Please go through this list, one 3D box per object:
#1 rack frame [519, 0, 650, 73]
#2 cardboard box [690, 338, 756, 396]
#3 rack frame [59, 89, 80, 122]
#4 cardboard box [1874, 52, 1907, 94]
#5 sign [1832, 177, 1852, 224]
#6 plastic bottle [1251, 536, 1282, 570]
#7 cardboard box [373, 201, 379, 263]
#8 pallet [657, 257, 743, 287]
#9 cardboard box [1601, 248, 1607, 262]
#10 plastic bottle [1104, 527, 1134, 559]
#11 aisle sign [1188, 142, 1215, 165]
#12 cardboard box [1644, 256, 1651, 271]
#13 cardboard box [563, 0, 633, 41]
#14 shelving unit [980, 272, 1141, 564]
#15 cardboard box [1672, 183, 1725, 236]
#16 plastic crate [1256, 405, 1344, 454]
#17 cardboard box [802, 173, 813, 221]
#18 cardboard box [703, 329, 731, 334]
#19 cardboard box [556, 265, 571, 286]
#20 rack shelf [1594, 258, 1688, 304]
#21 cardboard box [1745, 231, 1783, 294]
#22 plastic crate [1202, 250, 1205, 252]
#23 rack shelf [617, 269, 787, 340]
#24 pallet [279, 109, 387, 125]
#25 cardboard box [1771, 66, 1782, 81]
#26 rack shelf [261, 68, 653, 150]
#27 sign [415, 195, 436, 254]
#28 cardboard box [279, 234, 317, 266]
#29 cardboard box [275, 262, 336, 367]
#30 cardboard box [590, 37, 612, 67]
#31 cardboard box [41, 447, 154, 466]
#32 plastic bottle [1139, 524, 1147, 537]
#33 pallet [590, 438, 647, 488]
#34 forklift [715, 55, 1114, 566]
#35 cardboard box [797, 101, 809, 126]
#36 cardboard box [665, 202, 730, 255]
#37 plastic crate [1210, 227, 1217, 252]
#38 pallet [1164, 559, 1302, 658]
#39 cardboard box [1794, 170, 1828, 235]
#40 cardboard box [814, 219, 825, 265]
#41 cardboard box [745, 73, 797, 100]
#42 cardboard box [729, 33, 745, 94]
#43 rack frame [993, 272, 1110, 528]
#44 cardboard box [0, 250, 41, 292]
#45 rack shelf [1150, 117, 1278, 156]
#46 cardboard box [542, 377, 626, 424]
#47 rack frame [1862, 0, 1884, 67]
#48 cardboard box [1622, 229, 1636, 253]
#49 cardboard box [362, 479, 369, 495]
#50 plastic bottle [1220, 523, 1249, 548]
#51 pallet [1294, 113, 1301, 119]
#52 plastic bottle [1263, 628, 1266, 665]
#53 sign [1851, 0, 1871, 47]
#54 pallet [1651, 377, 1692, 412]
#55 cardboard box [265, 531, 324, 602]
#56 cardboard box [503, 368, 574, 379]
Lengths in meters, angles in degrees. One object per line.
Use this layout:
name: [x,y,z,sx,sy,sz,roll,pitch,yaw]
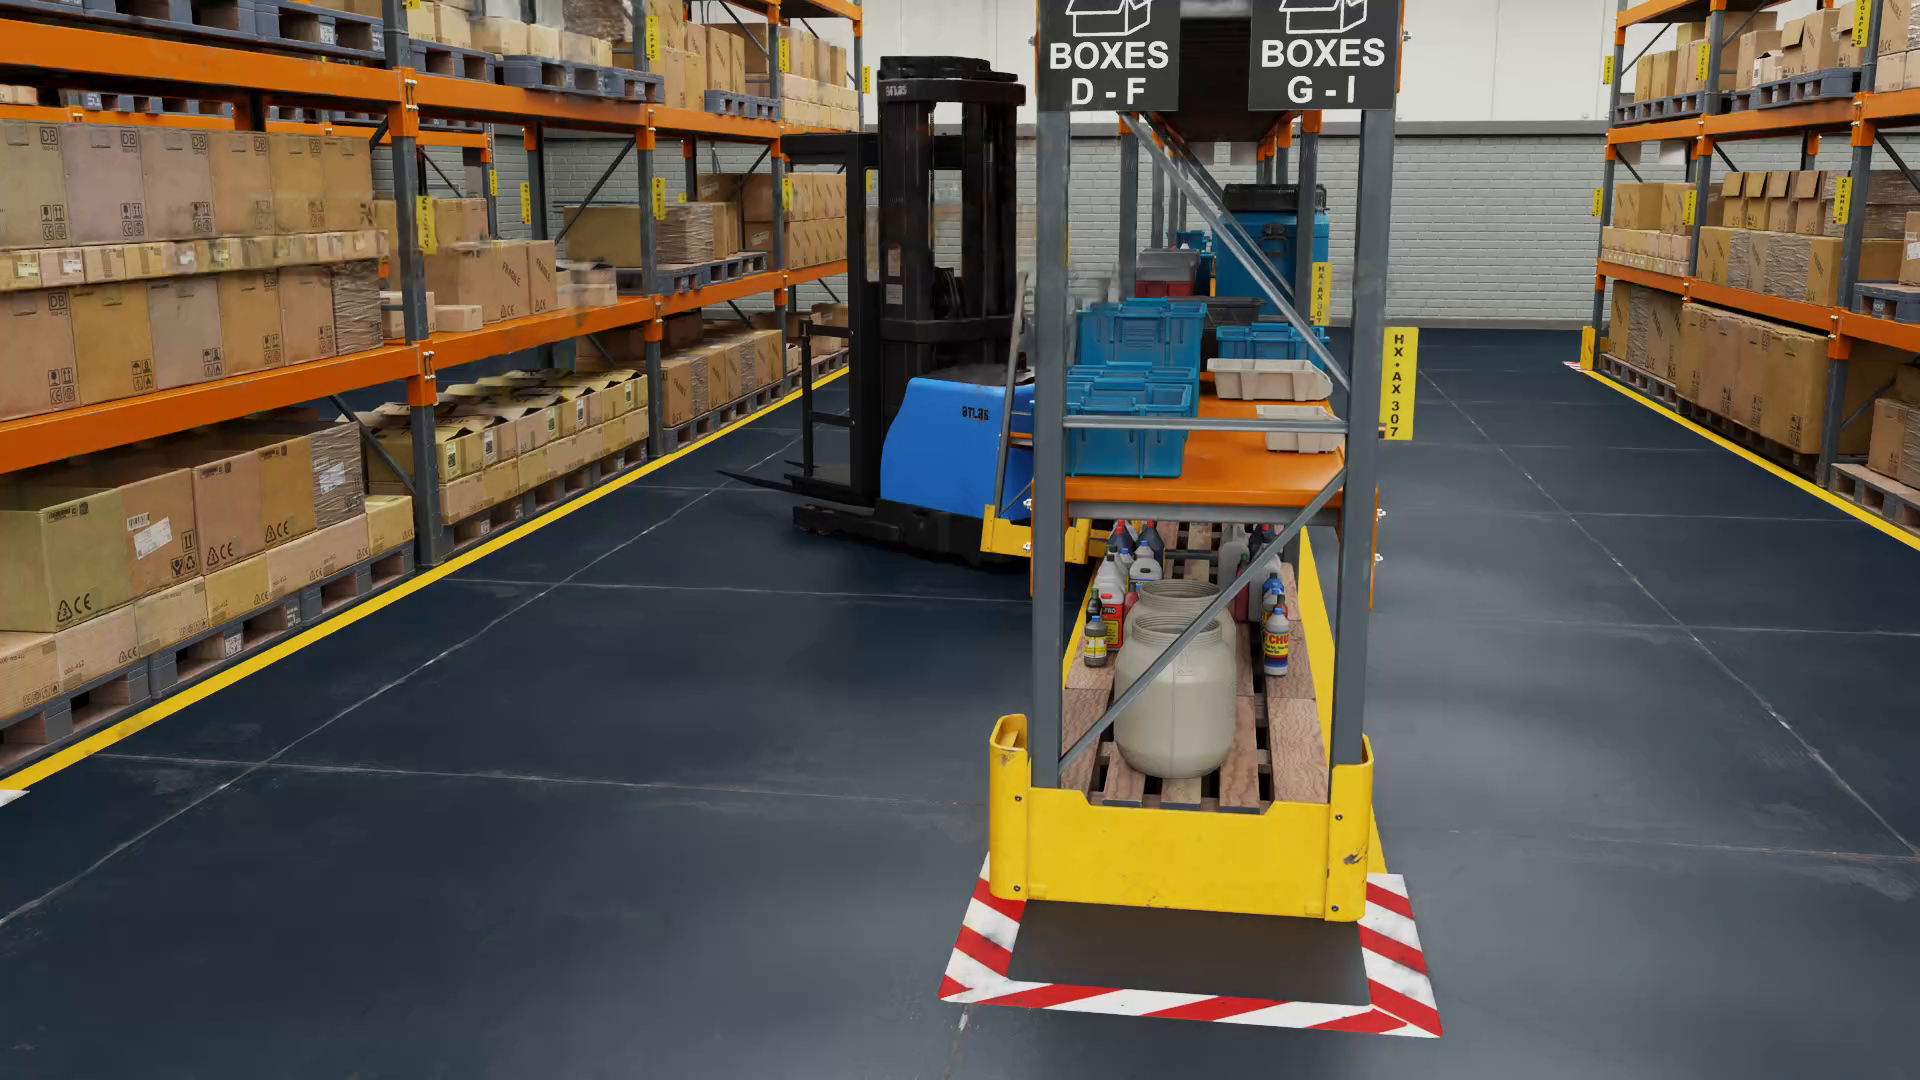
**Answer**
rack frame: [-2.940,-5.095,12.774,1.000,3.000,0.127,2,12,9]
cardboard box: [-2.280,-1.669,16.006,0.500,0.500,0.500,2,12,9]
rack frame: [-7.835,-2.322,14.147,1.000,3.000,0.127,2,12,9]
cardboard box: [6.524,-3.144,11.197,0.500,0.250,0.500,2,12,10]
sign: [6.299,-2.424,11.871,0.100,0.325,0.005,2,12,9]
plastic bottle: [1.445,0.162,7.864,0.144,0.351,0.185,2,12,8]
cardboard box: [-7.121,-3.414,18.501,0.980,0.700,0.700,2,12,10]
pallet: [-2.646,-2.473,15.305,1.003,0.211,1.213,2,12,9]
cardboard box: [7.697,-3.320,19.374,0.380,0.149,0.250,2,12,9]
plastic bottle: [0.775,0.106,8.127,0.144,0.351,0.185,1,12,6]
aisle sign: [2.902,-4.962,20.225,0.394,0.787,0.004,2,12,9]
cardboard box: [7.383,-2.892,17.388,0.380,0.149,0.250,2,12,8]
cardboard box: [-2.867,-4.257,13.395,0.500,0.500,0.500,2,12,9]
shelving unit: [0.651,-0.652,9.279,0.587,1.500,1.083,7,3,21]
cardboard box: [7.269,-3.216,16.166,0.500,0.500,0.500,2,12,10]
plastic crate: [1.179,-0.383,5.774,0.298,0.136,0.250,2,12,9]
cardboard box: [-1.896,-3.729,18.065,0.500,0.500,0.500,1,12,7]
cardboard box: [-2.640,-1.895,17.056,0.500,0.500,0.500,1,12,6]
cardboard box: [-3.269,-1.939,12.581,0.500,0.311,0.500,2,12,8]
rack shelf: [7.771,-2.738,17.784,1.077,0.370,4.000,2,12,9]
cardboard box: [6.917,-2.318,13.891,0.500,0.500,0.500,2,12,10]
plastic crate: [2.540,-3.106,18.270,0.293,0.136,0.466,2,12,9]
rack shelf: [-2.633,-2.227,15.414,1.077,0.370,4.000,2,12,9]
pallet: [-7.084,-4.747,18.493,1.003,0.211,1.213,2,12,9]
cardboard box: [7.086,-3.917,14.027,0.380,0.149,0.250,1,12,6]
rack shelf: [-3.248,-2.860,11.234,1.077,0.370,4.000,2,12,9]
sign: [-3.007,-1.774,9.361,0.100,0.325,0.005,2,12,9]
cardboard box: [-3.503,-1.471,8.423,0.380,0.149,0.250,2,12,9]
cardboard box: [-3.692,-1.176,8.592,0.700,0.500,0.500,2,12,8]
cardboard box: [-2.954,-3.664,12.615,0.500,0.250,0.500,1,12,4]
cardboard box: [-4.165,-0.159,7.859,0.500,0.500,0.500,2,12,9]
plastic bottle: [0.939,0.068,8.460,0.061,0.283,0.133,2,12,9]
pallet: [-3.105,-0.629,12.911,1.003,0.211,1.213,2,12,9]
forklift: [-0.435,-1.528,10.624,1.130,2.935,3.031,-12,17,-43]
cardboard box: [-1.925,-4.585,17.884,0.500,0.250,0.500,2,12,9]
cardboard box: [-2.662,-3.012,16.117,0.700,0.500,0.500,4,13,18]
plastic crate: [3.317,-3.637,20.024,0.616,0.435,0.499,2,12,9]
pallet: [1.194,0.333,8.445,1.003,0.211,1.213,2,12,9]
cardboard box: [7.079,-2.667,13.130,0.797,0.503,0.637,2,12,10]
cardboard box: [-1.823,-3.352,18.689,0.500,0.500,0.500,2,12,8]
cardboard box: [-2.005,-4.725,17.349,0.500,0.250,0.500,2,12,9]
cardboard box: [-2.475,-4.662,16.413,0.600,0.600,0.600,1,12,3]
rack frame: [0.466,-0.653,8.796,0.500,1.500,0.032,7,3,21]
cardboard box: [-3.820,-1.044,6.443,0.380,0.149,0.250,2,12,9]
rack shelf: [2.261,-3.532,14.349,1.077,0.370,4.000,2,12,9]
cardboard box: [-2.851,-1.072,12.546,0.500,0.311,0.500,2,12,8]
rack frame: [6.848,-4.773,11.281,1.000,3.000,0.127,2,12,9]
cardboard box: [7.583,-3.274,18.214,0.500,0.250,0.500,1,12,7]
cardboard box: [-3.778,-0.286,10.232,0.500,0.250,0.500,2,12,8]
plastic bottle: [1.382,0.050,8.383,0.144,0.351,0.185,2,12,9]
pallet: [2.545,-4.041,15.453,1.213,0.211,1.003,2,12,9]
plastic bottle: [1.326,0.428,6.983,0.097,0.201,0.097,0,12,0]
sign: [6.301,-3.618,11.626,0.100,0.325,0.005,2,12,9]
pallet: [7.657,-1.466,16.793,1.003,0.211,1.213,2,12,9]
cardboard box: [-3.560,0.121,8.340,0.500,0.250,0.500,2,12,9]
cardboard box: [-3.311,-1.198,13.131,0.500,0.311,0.500,2,12,11]
